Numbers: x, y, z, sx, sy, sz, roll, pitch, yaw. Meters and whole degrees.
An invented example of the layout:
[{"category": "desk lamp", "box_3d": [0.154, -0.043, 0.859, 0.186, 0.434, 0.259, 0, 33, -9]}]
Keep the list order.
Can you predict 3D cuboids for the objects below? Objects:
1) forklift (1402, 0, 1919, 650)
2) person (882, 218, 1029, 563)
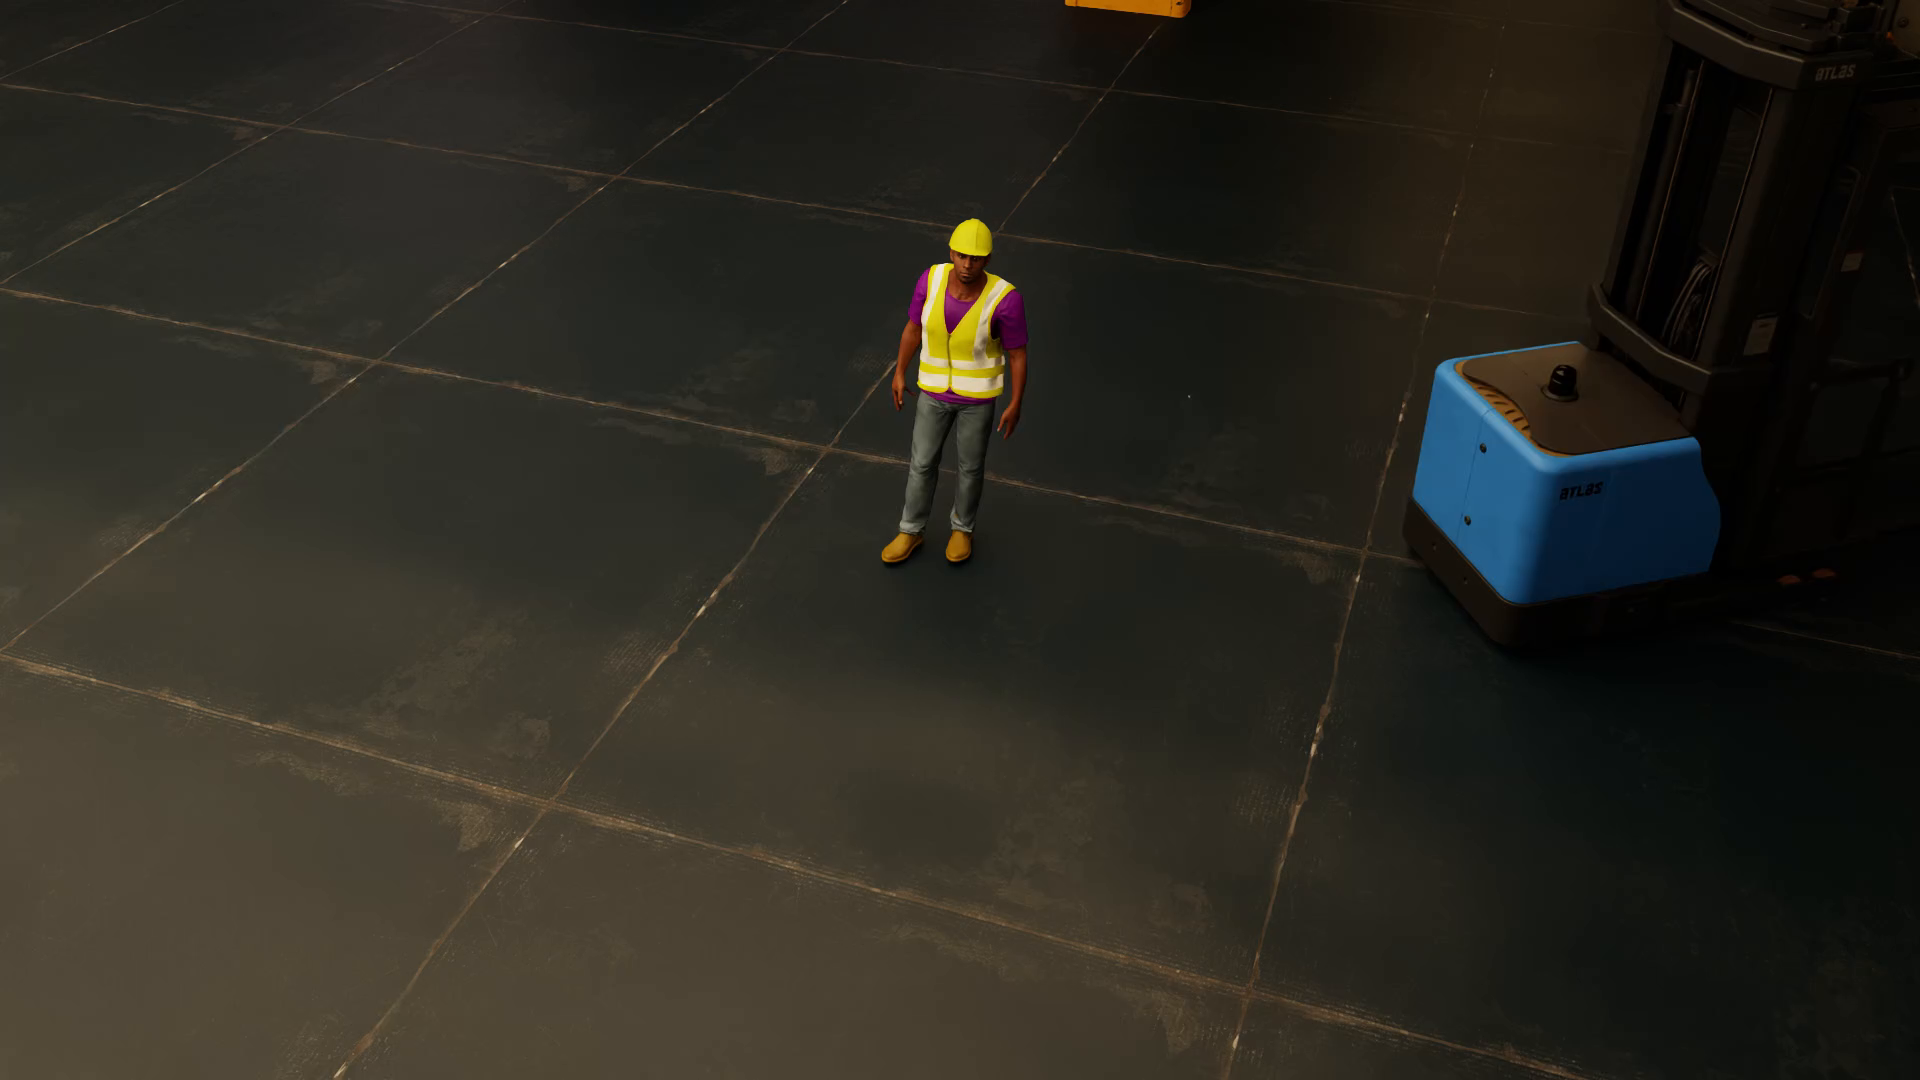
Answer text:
[{"category": "forklift", "box_3d": [3.853, -1.147, 7.729, 3.031, 2.935, 1.130, -9, 36, -13]}, {"category": "person", "box_3d": [-0.029, -0.690, 8.078, 0.665, 1.765, 0.577, 12, 37, 16]}]
